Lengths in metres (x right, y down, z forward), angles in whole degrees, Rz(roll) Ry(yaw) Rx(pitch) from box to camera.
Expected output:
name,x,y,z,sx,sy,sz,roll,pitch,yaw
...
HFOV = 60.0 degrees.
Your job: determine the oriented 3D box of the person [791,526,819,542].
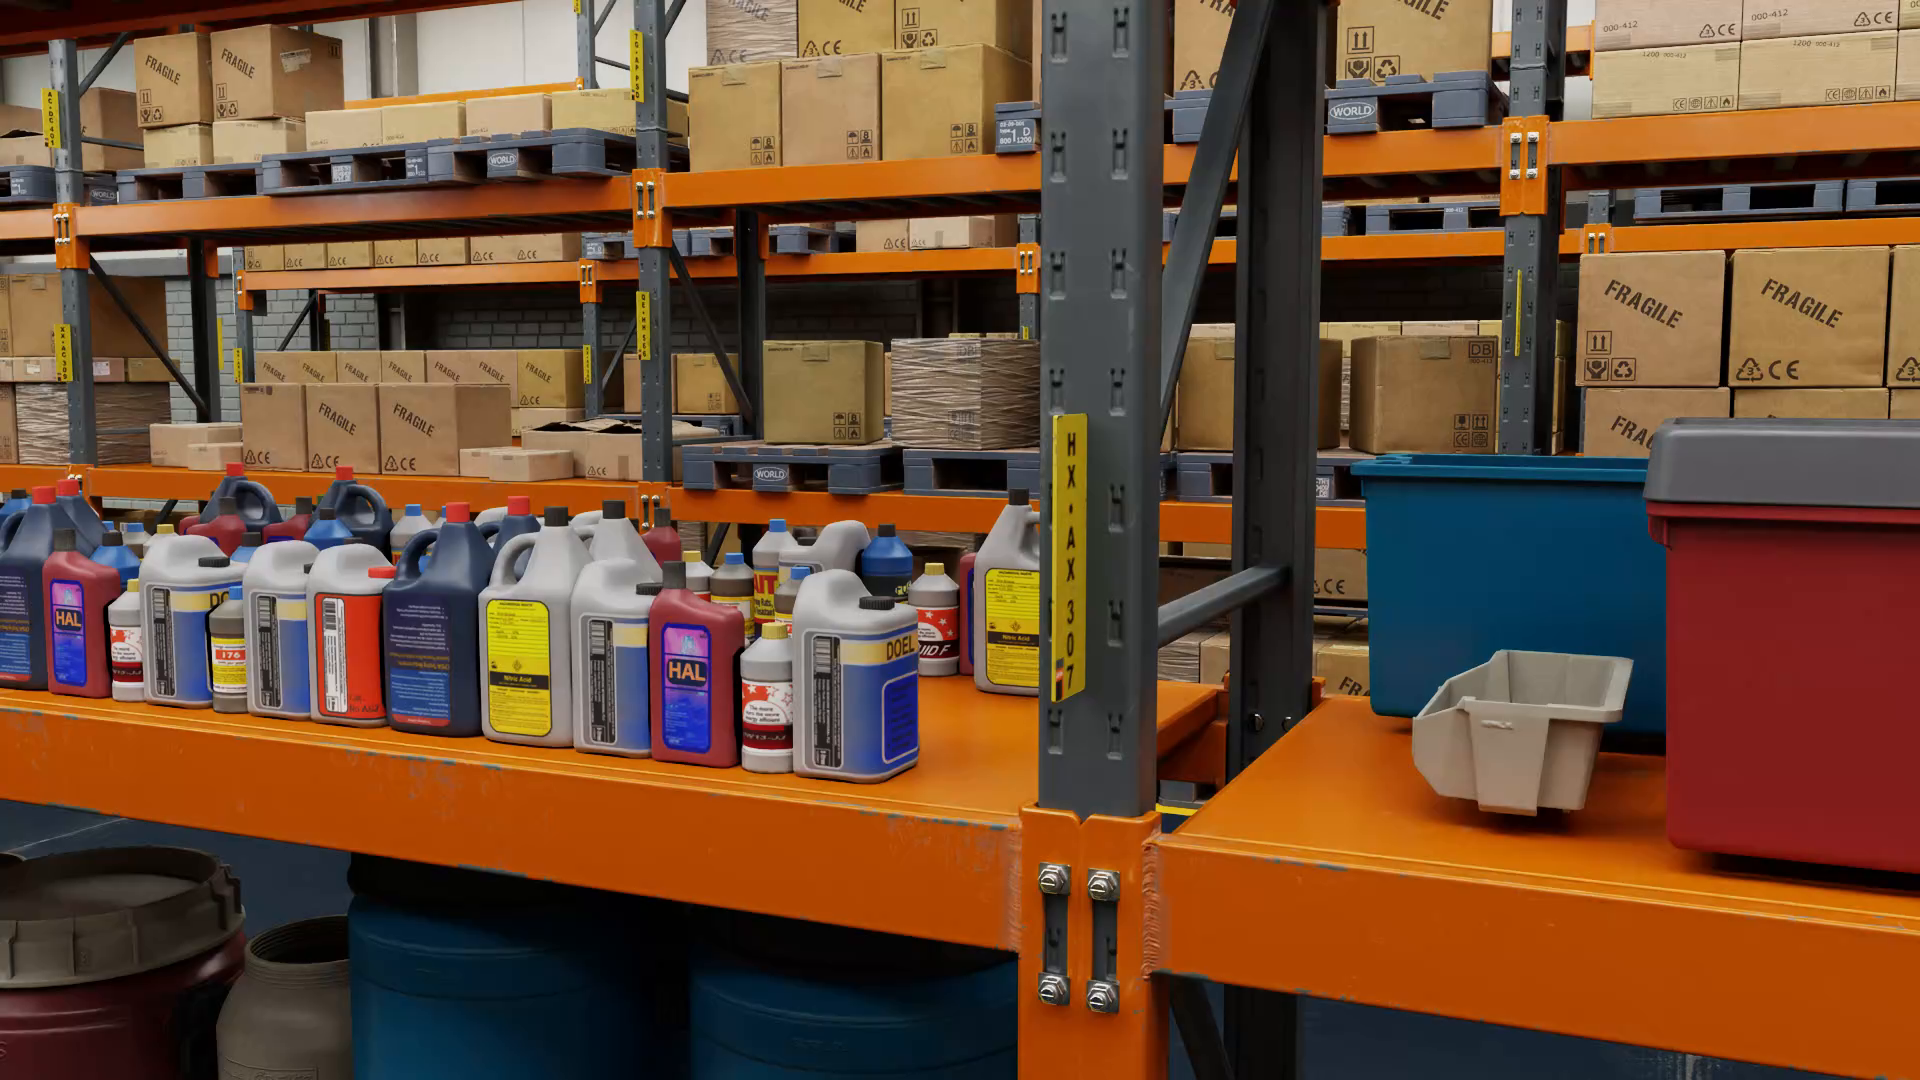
name,x,y,z,sx,sy,sz,roll,pitch,yaw
person,-0.911,0.343,10.498,0.498,0.955,0.810,2,6,22
